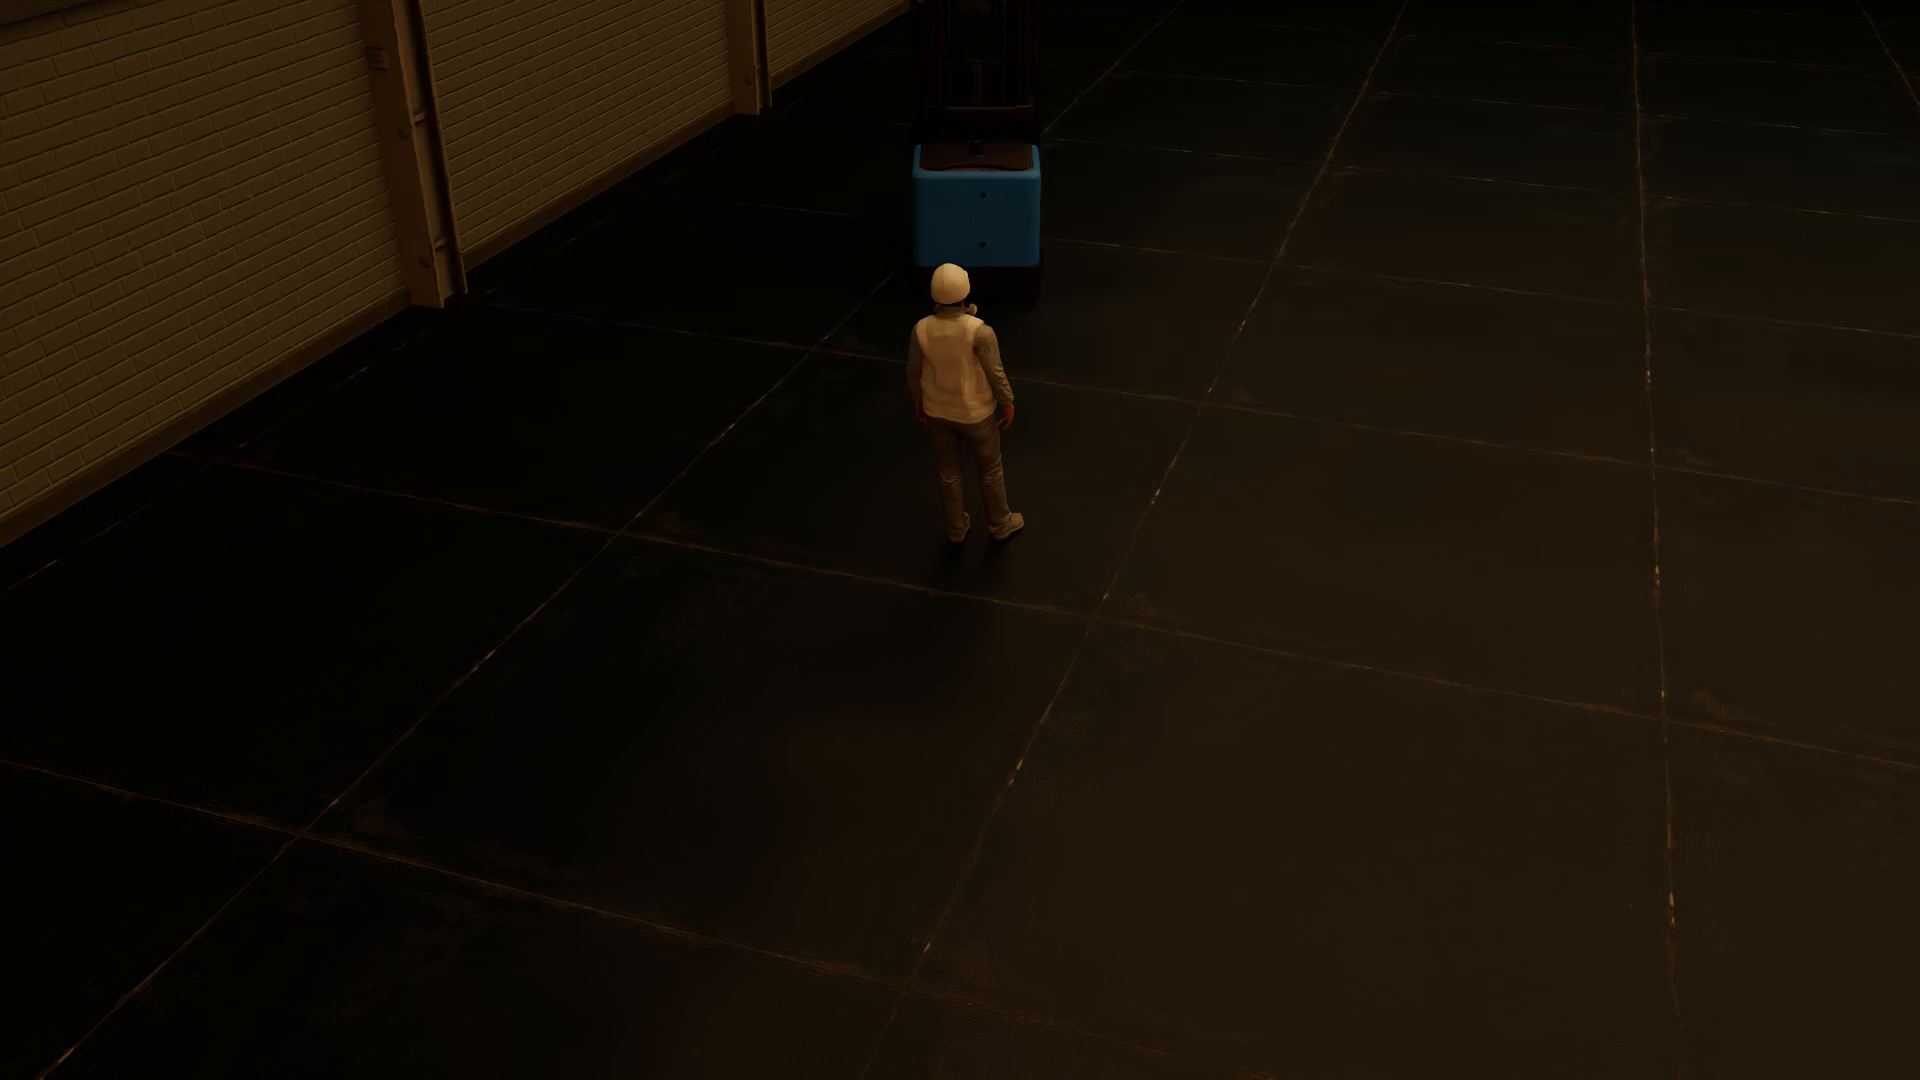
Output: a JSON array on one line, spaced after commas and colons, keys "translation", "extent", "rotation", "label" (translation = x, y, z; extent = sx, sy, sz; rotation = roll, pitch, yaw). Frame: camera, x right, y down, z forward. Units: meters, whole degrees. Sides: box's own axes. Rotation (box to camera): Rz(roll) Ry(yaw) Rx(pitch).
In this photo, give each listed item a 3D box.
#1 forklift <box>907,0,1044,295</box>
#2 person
[{"translation": [0.143, -3.935, 14.039], "extent": [1.130, 2.935, 3.031], "rotation": [0, 30, 1], "label": "forklift"}, {"translation": [0.028, -0.805, 9.702], "extent": [0.632, 1.773, 0.568], "rotation": [10, 31, 16], "label": "person"}]
